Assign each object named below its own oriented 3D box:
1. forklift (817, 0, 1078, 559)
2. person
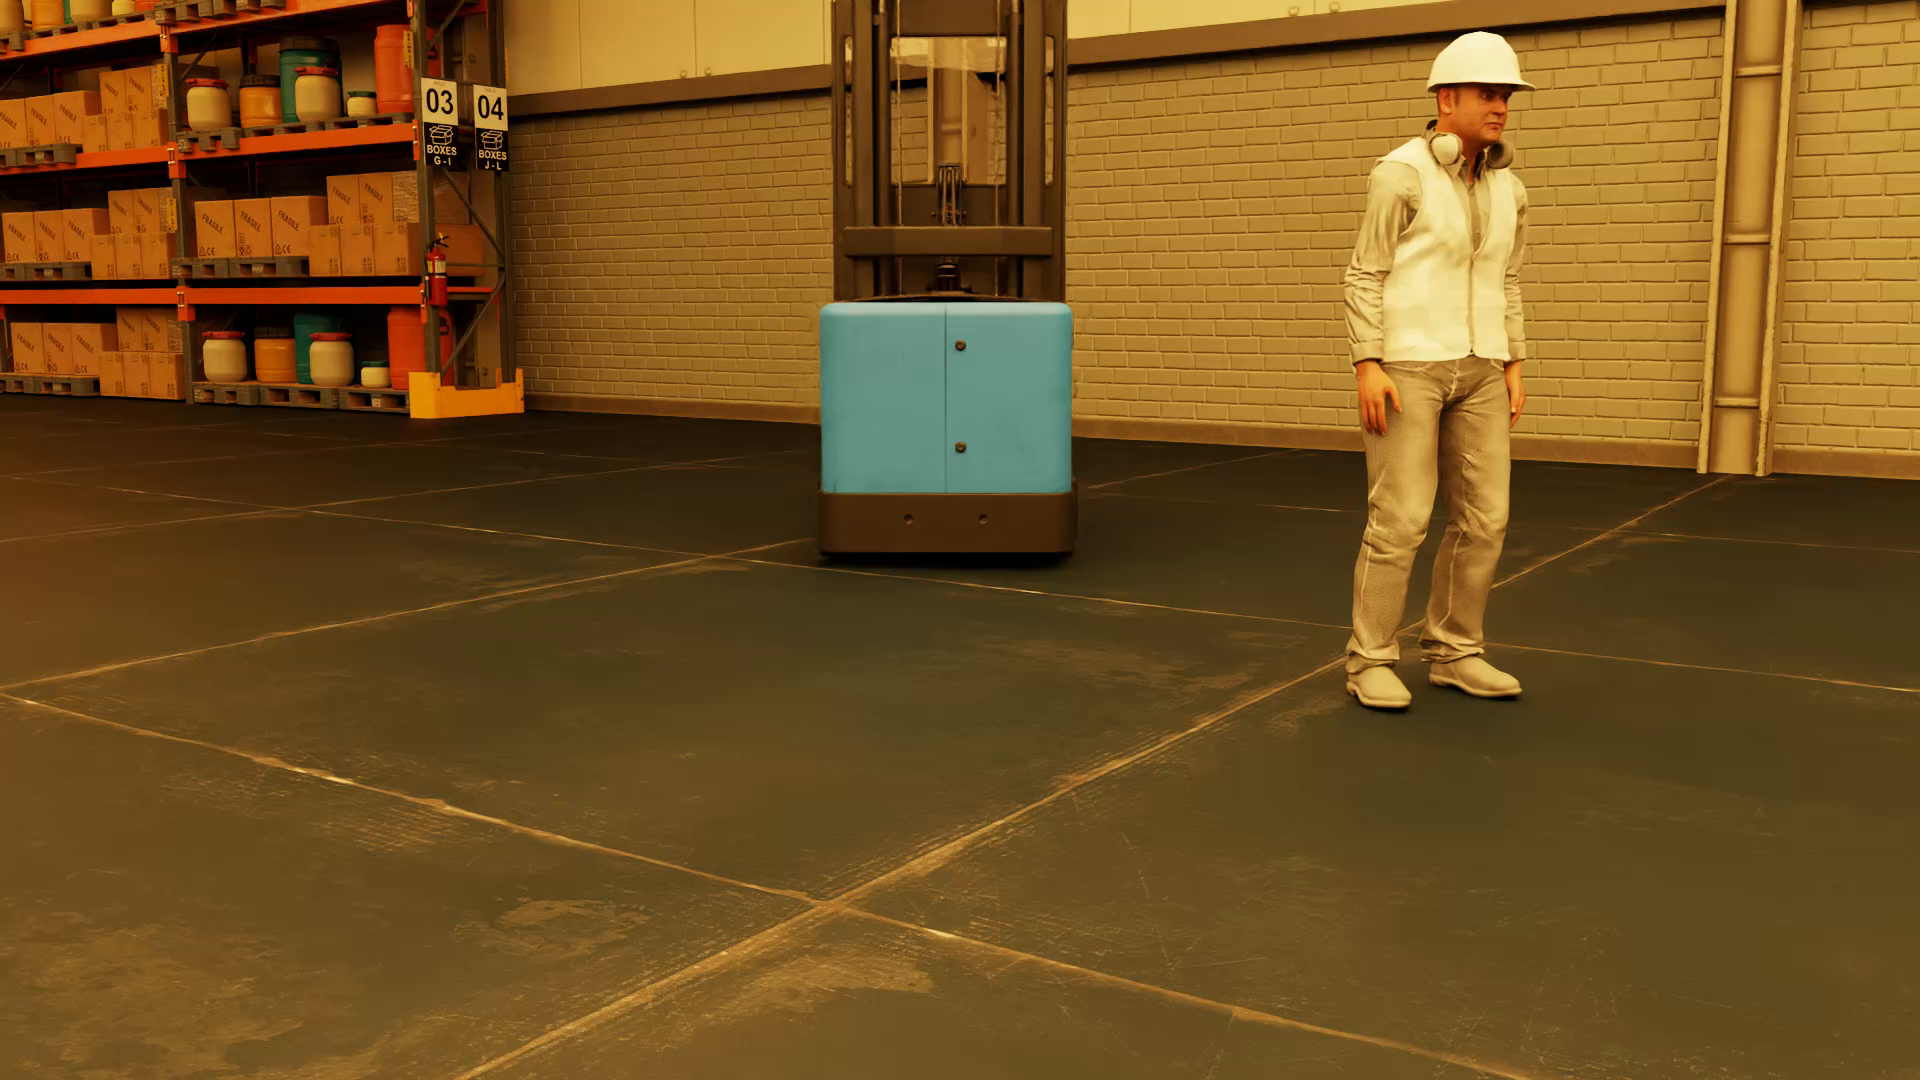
[{"bbox_3d":[-0.048,-1.541,8.032,1.130,2.935,3.031,0,8,0],"label":"forklift"},{"bbox_3d":[1.303,-0.453,4.504,0.579,1.769,0.466,-4,9,-24],"label":"person"}]
